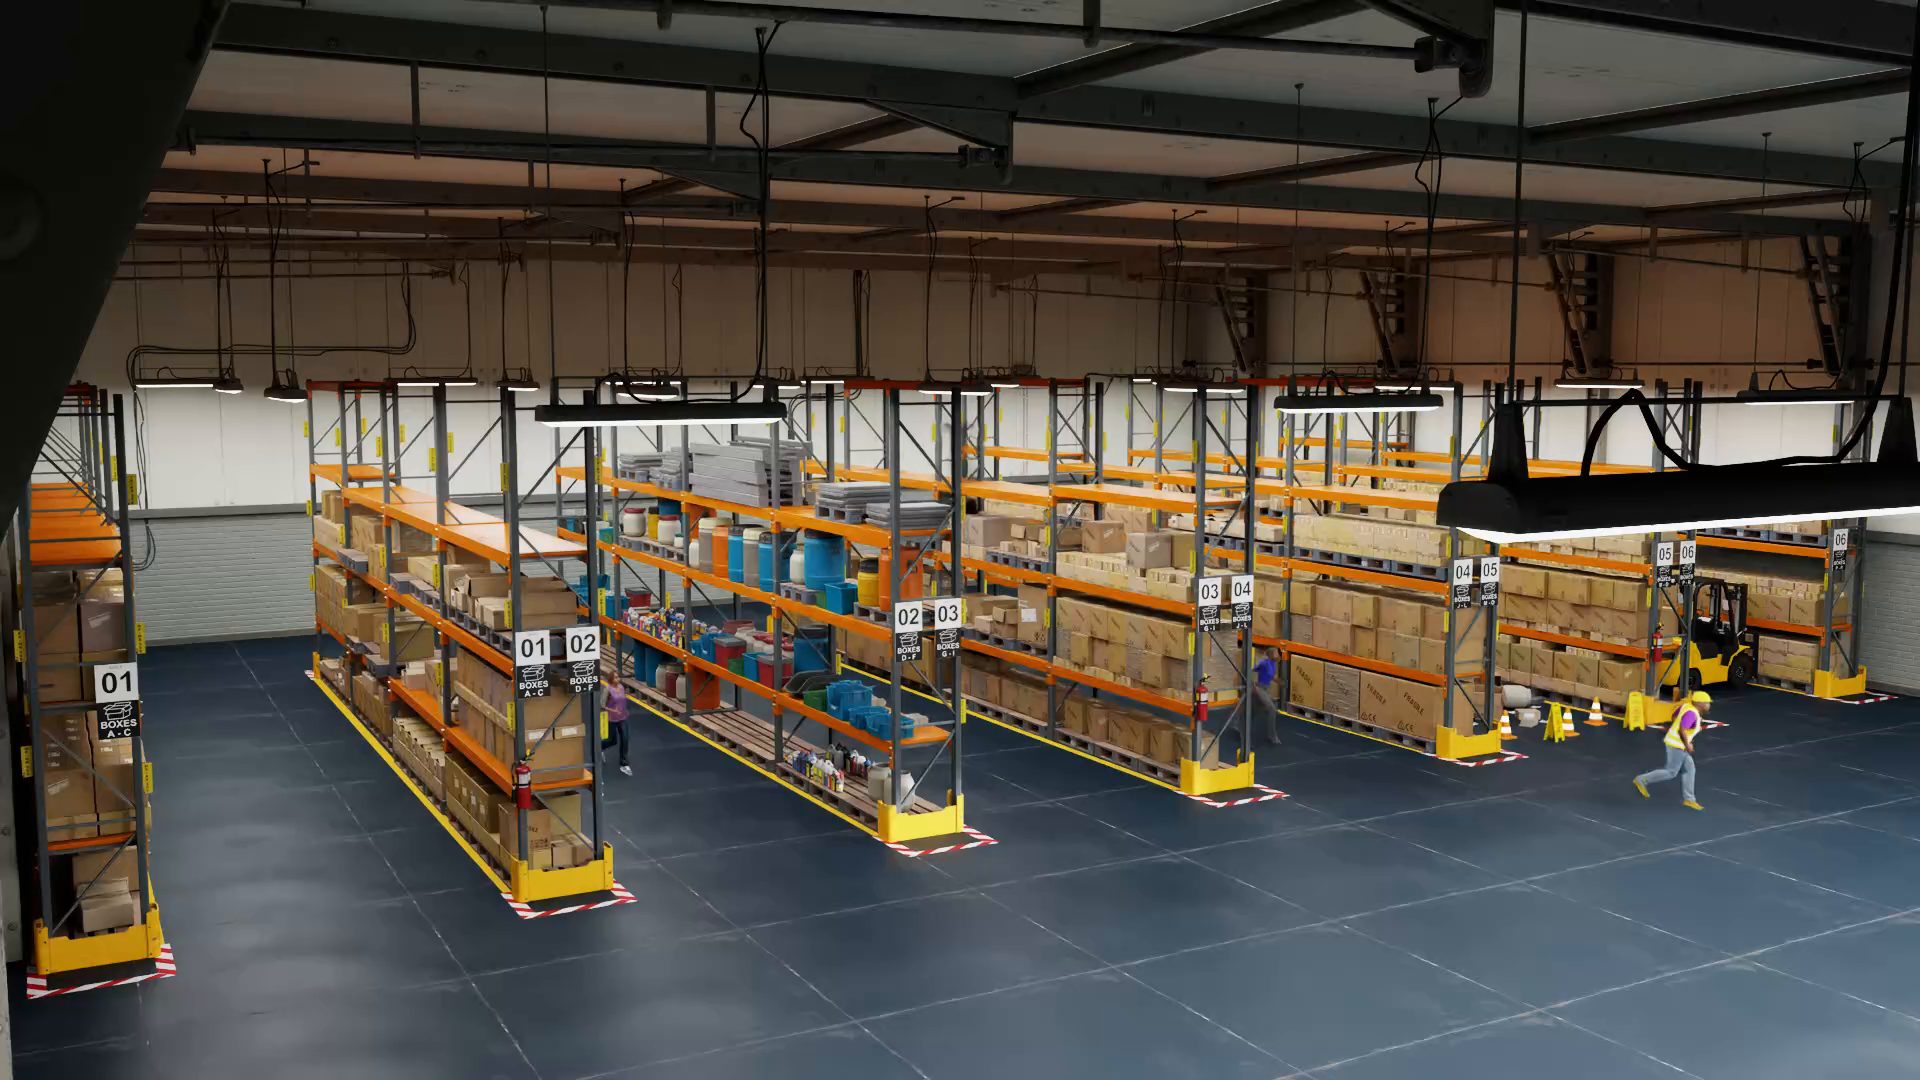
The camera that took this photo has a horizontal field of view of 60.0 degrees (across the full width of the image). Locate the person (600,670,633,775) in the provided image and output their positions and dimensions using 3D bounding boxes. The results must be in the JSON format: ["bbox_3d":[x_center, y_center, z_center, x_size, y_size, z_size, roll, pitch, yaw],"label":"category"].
[{"bbox_3d":[-5.367,2.804,25.800,0.848,1.599,0.538,6,8,42],"label":"person"}]

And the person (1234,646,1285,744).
[{"bbox_3d":[5.007,2.585,27.894,0.895,1.638,0.571,4,7,32],"label":"person"}]

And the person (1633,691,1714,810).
[{"bbox_3d":[10.179,2.988,23.760,1.022,1.713,0.720,1,6,13],"label":"person"}]
